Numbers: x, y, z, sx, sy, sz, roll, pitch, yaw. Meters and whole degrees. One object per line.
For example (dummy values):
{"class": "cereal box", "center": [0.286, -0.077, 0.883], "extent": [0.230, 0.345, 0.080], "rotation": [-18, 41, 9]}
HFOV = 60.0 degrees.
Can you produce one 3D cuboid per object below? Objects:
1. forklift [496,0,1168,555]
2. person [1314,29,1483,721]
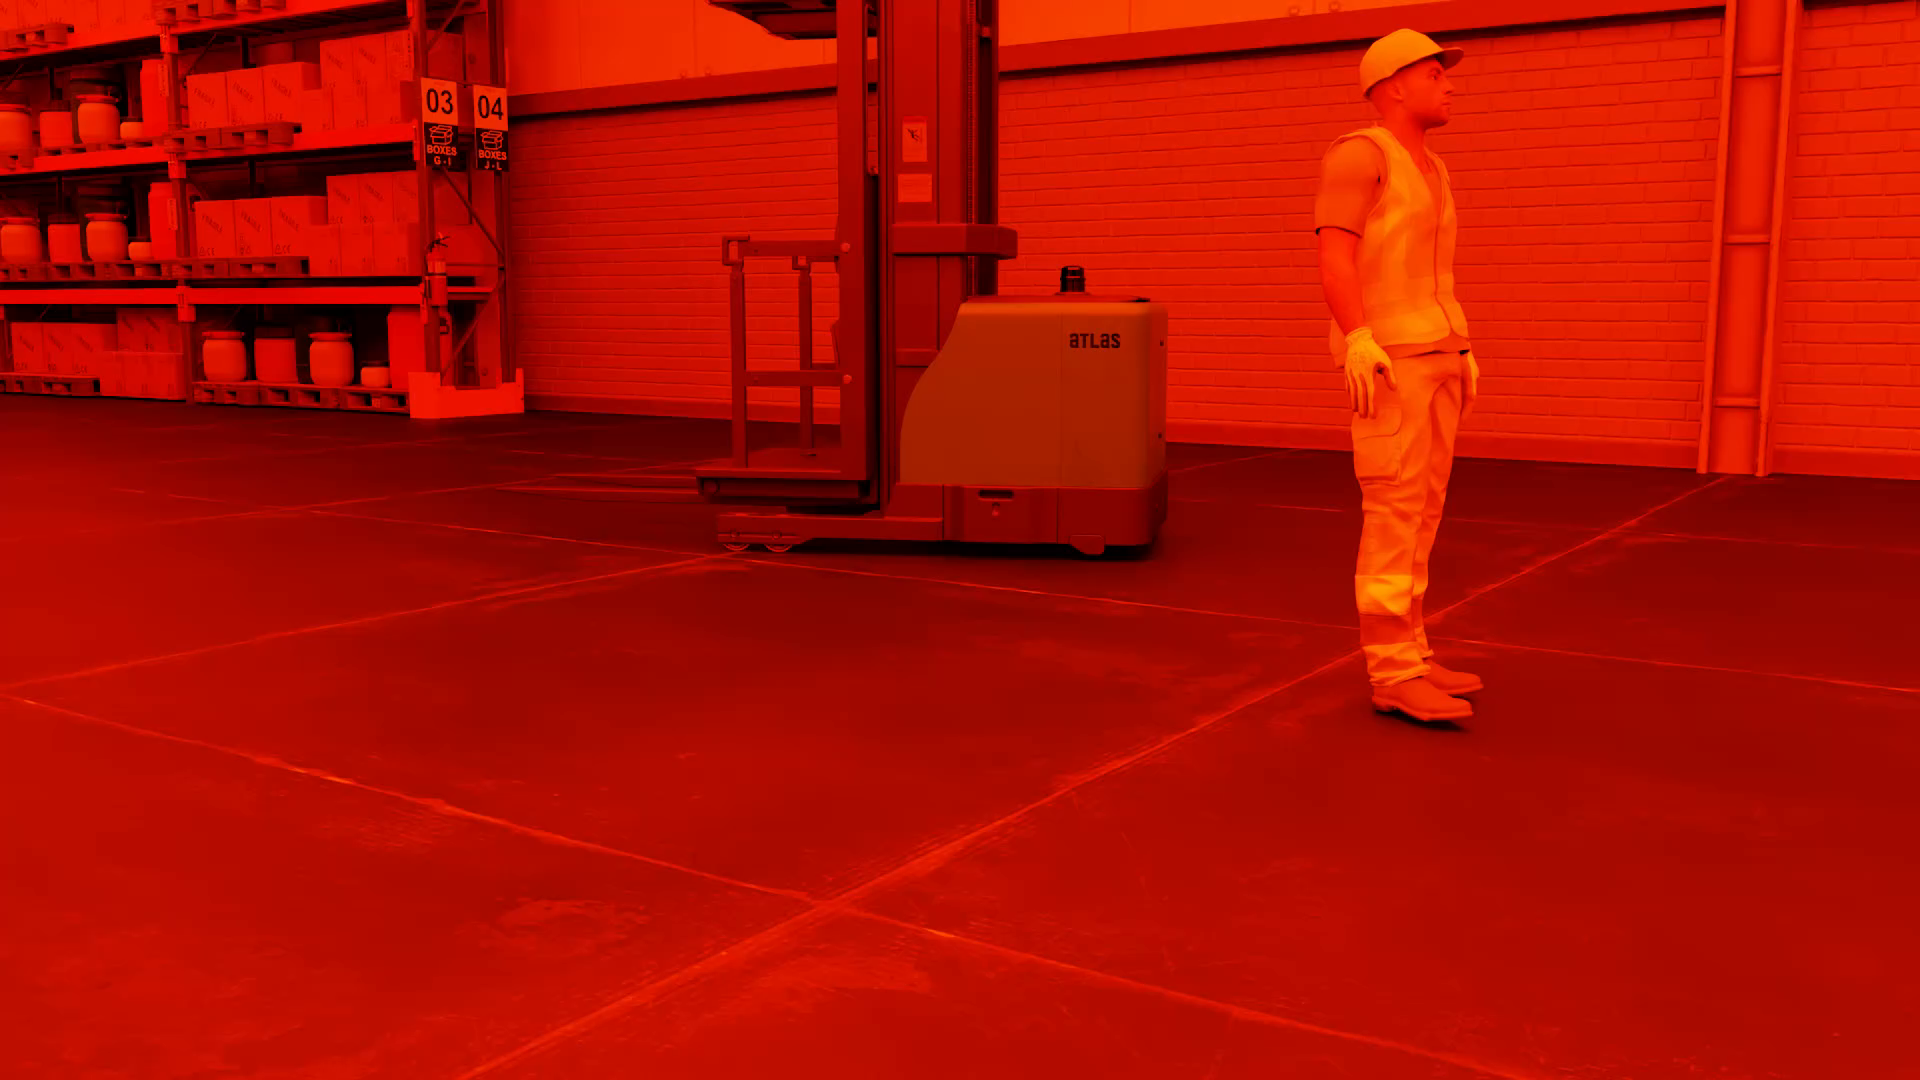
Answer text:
{"class": "forklift", "center": [-0.596, -1.469, 7.520], "extent": [3.031, 2.935, 1.130], "rotation": [2, 8, 12]}
{"class": "person", "center": [1.253, -0.462, 4.445], "extent": [0.562, 1.789, 0.637], "rotation": [7, 11, 42]}
